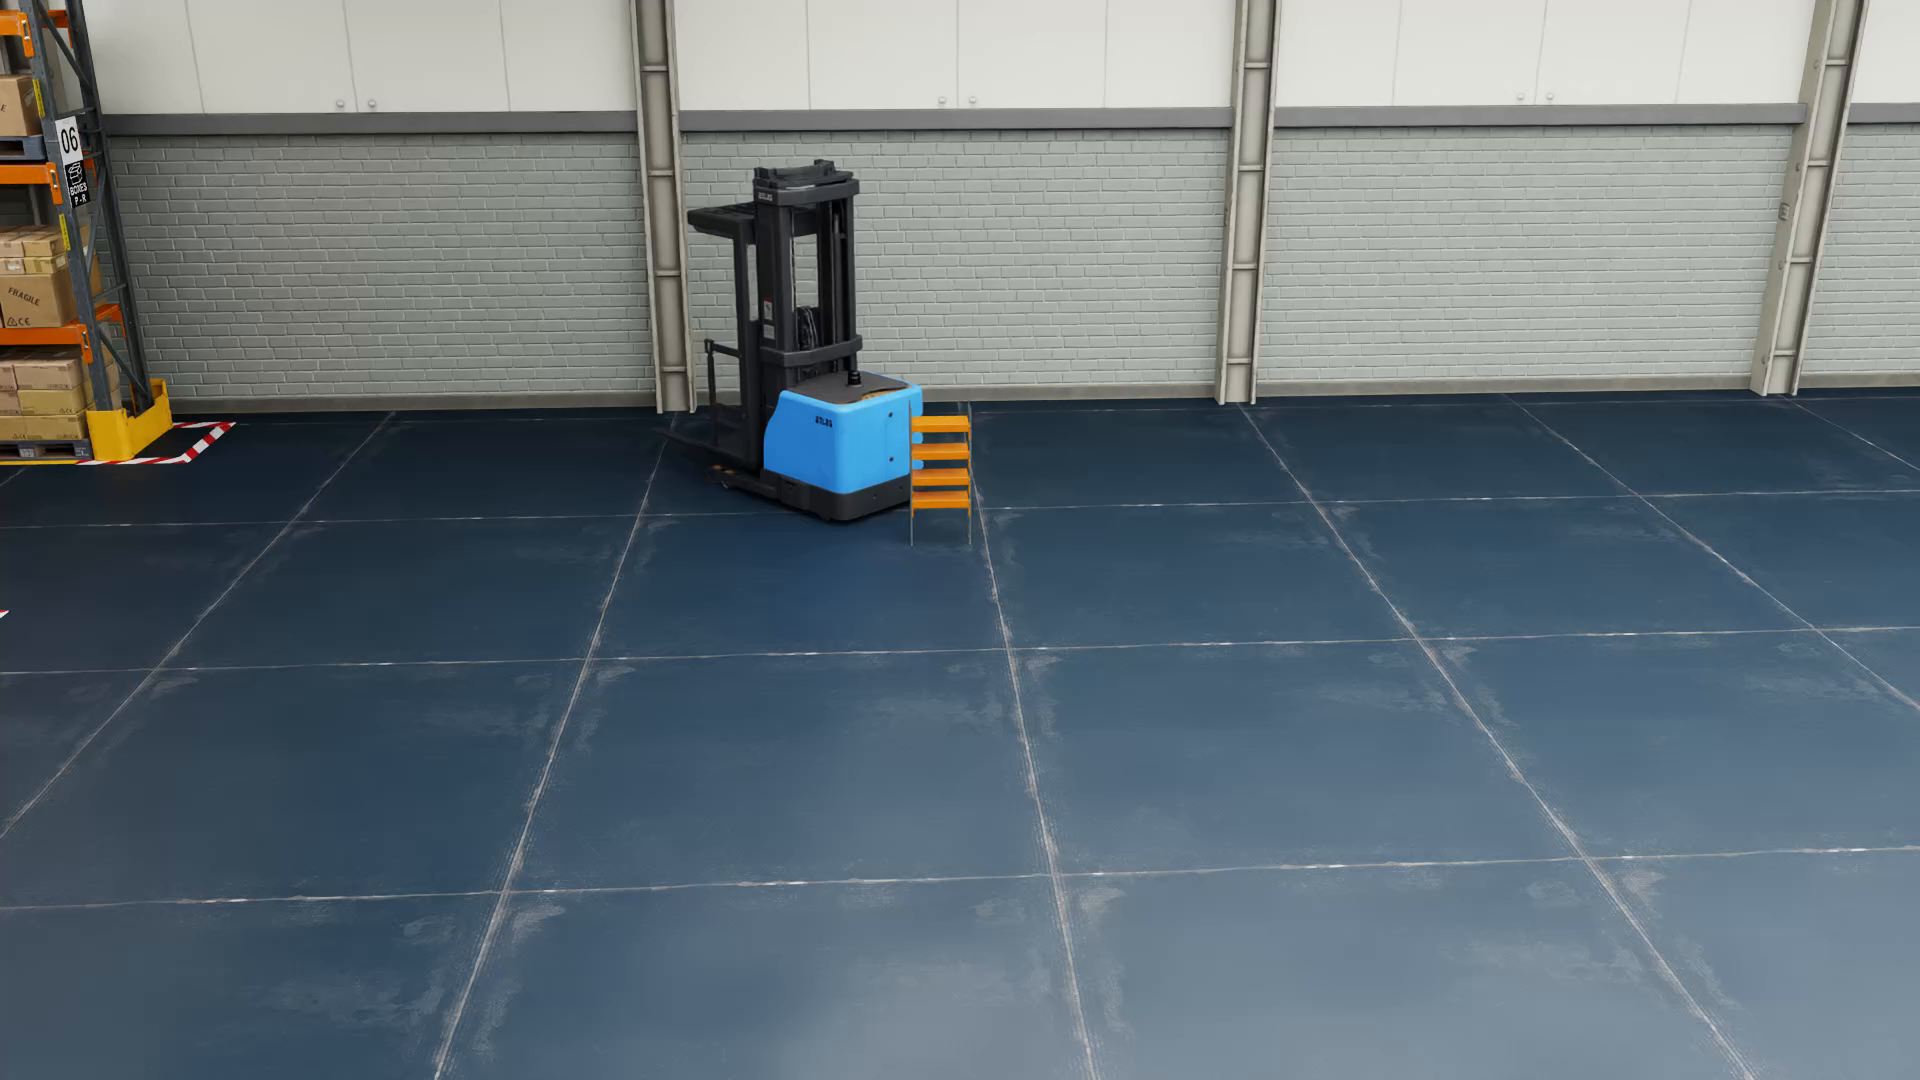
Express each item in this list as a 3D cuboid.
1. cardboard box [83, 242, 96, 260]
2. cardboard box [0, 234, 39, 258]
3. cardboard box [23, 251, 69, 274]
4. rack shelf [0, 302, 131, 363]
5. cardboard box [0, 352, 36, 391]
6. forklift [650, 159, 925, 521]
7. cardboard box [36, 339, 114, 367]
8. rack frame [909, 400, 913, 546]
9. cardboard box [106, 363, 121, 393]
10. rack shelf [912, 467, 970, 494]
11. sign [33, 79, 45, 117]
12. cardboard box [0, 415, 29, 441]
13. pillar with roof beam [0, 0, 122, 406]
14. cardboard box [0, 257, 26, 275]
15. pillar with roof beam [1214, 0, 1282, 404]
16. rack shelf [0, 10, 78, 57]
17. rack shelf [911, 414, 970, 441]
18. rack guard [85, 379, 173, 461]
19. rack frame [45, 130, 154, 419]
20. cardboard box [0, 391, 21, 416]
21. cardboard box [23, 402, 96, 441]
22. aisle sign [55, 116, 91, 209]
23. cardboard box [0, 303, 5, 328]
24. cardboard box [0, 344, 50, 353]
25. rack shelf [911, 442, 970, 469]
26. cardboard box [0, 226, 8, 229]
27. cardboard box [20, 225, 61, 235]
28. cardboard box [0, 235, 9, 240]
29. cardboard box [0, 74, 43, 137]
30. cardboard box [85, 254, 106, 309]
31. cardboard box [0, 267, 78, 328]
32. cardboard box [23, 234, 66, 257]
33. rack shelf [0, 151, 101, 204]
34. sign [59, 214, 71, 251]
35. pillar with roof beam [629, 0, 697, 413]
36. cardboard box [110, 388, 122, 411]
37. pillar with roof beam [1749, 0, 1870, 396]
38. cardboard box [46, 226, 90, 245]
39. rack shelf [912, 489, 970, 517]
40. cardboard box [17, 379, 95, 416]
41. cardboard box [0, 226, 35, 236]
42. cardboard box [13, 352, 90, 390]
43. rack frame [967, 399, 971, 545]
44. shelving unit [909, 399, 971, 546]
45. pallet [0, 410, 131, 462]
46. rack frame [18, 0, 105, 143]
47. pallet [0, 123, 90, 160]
[{"bbox_3d":[-8.610,-2.805,16.152,0.250,0.149,0.380,-2,21,-4],"label":"cardboard box"},{"bbox_3d":[-8.846,-2.761,15.618,0.250,0.149,0.380,-1,21,-3],"label":"cardboard box"},{"bbox_3d":[-8.586,-2.613,15.648,0.250,0.149,0.380,-1,21,-2],"label":"cardboard box"},{"bbox_3d":[-10.253,-1.993,16.083,4.000,0.370,1.077,-1,21,-3],"label":"rack shelf"},{"bbox_3d":[-9.207,-1.616,15.950,0.500,0.250,0.500,-1,21,-2],"label":"cardboard box"},{"bbox_3d":[-1.721,-1.963,15.090,3.031,2.935,1.130,19,28,41],"label":"forklift"},{"bbox_3d":[-8.747,-1.806,16.449,0.500,0.250,0.500,-1,21,-4],"label":"cardboard box"},{"bbox_3d":[-0.409,-0.552,13.817,0.015,1.200,0.240,-1,21,-3],"label":"rack frame"},{"bbox_3d":[-8.737,-1.579,16.556,0.500,0.250,0.500,-1,21,-2],"label":"cardboard box"},{"bbox_3d":[-0.165,-0.494,13.854,0.480,0.148,0.258,-1,21,-3],"label":"rack shelf"},{"bbox_3d":[-8.239,-3.956,14.877,0.005,0.325,0.100,-1,21,-3],"label":"sign"},{"bbox_3d":[-9.204,-1.153,16.139,0.500,0.250,0.500,-1,21,-3],"label":"cardboard box"},{"bbox_3d":[-8.757,-3.950,11.781,0.400,9.000,9.100,-1,21,-3],"label":"pillar with roof beam"},{"bbox_3d":[-8.840,-2.598,15.607,0.250,0.149,0.380,-1,21,-2],"label":"cardboard box"},{"bbox_3d":[3.224,-4.194,12.421,0.400,9.000,9.100,-1,21,-3],"label":"pillar with roof beam"},{"bbox_3d":[-10.253,-4.610,15.087,4.000,0.370,1.077,-1,21,-3],"label":"rack shelf"},{"bbox_3d":[-0.165,-0.925,13.690,0.480,0.148,0.258,-1,21,-3],"label":"rack shelf"},{"bbox_3d":[-8.232,-1.202,16.508,0.348,0.500,1.175,-1,21,-3],"label":"rack guard"},{"bbox_3d":[-8.256,-2.370,16.062,0.127,3.000,1.000,-1,21,-3],"label":"rack frame"},{"bbox_3d":[-9.225,-1.388,16.053,0.500,0.250,0.500,-1,21,-4],"label":"cardboard box"},{"bbox_3d":[-8.707,-1.159,16.156,0.500,0.250,0.500,-1,21,-3],"label":"cardboard box"},{"bbox_3d":[-8.174,-3.482,15.328,0.004,0.787,0.394,-1,21,-3],"label":"aisle sign"},{"bbox_3d":[-9.251,-2.306,15.753,0.500,0.500,0.500,-1,21,-1],"label":"cardboard box"},{"bbox_3d":[-9.245,-1.795,16.419,0.500,0.250,0.500,-1,21,-3],"label":"cardboard box"},{"bbox_3d":[-0.165,-0.704,13.774,0.480,0.148,0.258,-1,21,-3],"label":"rack shelf"},{"bbox_3d":[-9.377,-2.924,16.048,0.250,0.149,0.380,-1,21,-3],"label":"cardboard box"},{"bbox_3d":[-8.873,-2.945,16.101,0.250,0.149,0.380,0,21,-1],"label":"cardboard box"},{"bbox_3d":[-9.106,-2.746,15.578,0.250,0.149,0.380,-1,21,-2],"label":"cardboard box"},{"bbox_3d":[-8.684,-3.966,15.167,0.500,0.500,0.500,0,21,-1],"label":"cardboard box"},{"bbox_3d":[-8.766,-2.505,16.276,0.500,0.500,0.500,0,21,-1],"label":"cardboard box"},{"bbox_3d":[-8.732,-2.313,15.772,0.500,0.500,0.500,-2,21,-4],"label":"cardboard box"},{"bbox_3d":[-8.602,-2.777,15.660,0.250,0.149,0.380,-1,21,-3],"label":"cardboard box"},{"bbox_3d":[-10.253,-3.395,15.549,4.000,0.370,1.077,-1,21,-3],"label":"rack shelf"},{"bbox_3d":[-8.239,-2.829,15.306,0.005,0.325,0.100,-1,21,-3],"label":"sign"},{"bbox_3d":[-2.767,-4.072,12.101,0.400,9.000,9.100,-1,21,-3],"label":"pillar with roof beam"},{"bbox_3d":[-8.758,-1.341,16.632,0.500,0.250,0.500,-1,21,-3],"label":"cardboard box"},{"bbox_3d":[9.214,-4.316,12.741,0.400,9.000,9.100,-1,21,-3],"label":"pillar with roof beam"},{"bbox_3d":[-8.604,-2.928,16.057,0.250,0.149,0.380,-2,21,-4],"label":"cardboard box"},{"bbox_3d":[-0.165,-0.309,13.925,0.480,0.148,0.258,-1,21,-3],"label":"rack shelf"},{"bbox_3d":[-8.724,-1.394,16.069,0.500,0.250,0.500,-1,21,-4],"label":"cardboard box"},{"bbox_3d":[-9.130,-2.924,16.047,0.250,0.149,0.380,-1,21,-2],"label":"cardboard box"},{"bbox_3d":[-8.698,-1.628,15.983,0.500,0.250,0.500,0,21,-1],"label":"cardboard box"},{"bbox_3d":[0.078,-0.562,13.843,0.015,1.200,0.240,-1,21,-3],"label":"rack frame"},{"bbox_3d":[-0.165,-0.557,13.830,0.503,1.200,0.258,-1,21,-3],"label":"shelving unit"},{"bbox_3d":[-9.017,-1.036,16.478,1.213,0.211,1.003,-1,21,-3],"label":"pallet"},{"bbox_3d":[-8.256,-5.174,14.994,0.127,3.000,1.000,-1,21,-3],"label":"rack frame"},{"bbox_3d":[-8.963,-3.725,15.530,1.213,0.211,1.003,-1,21,-3],"label":"pallet"}]
